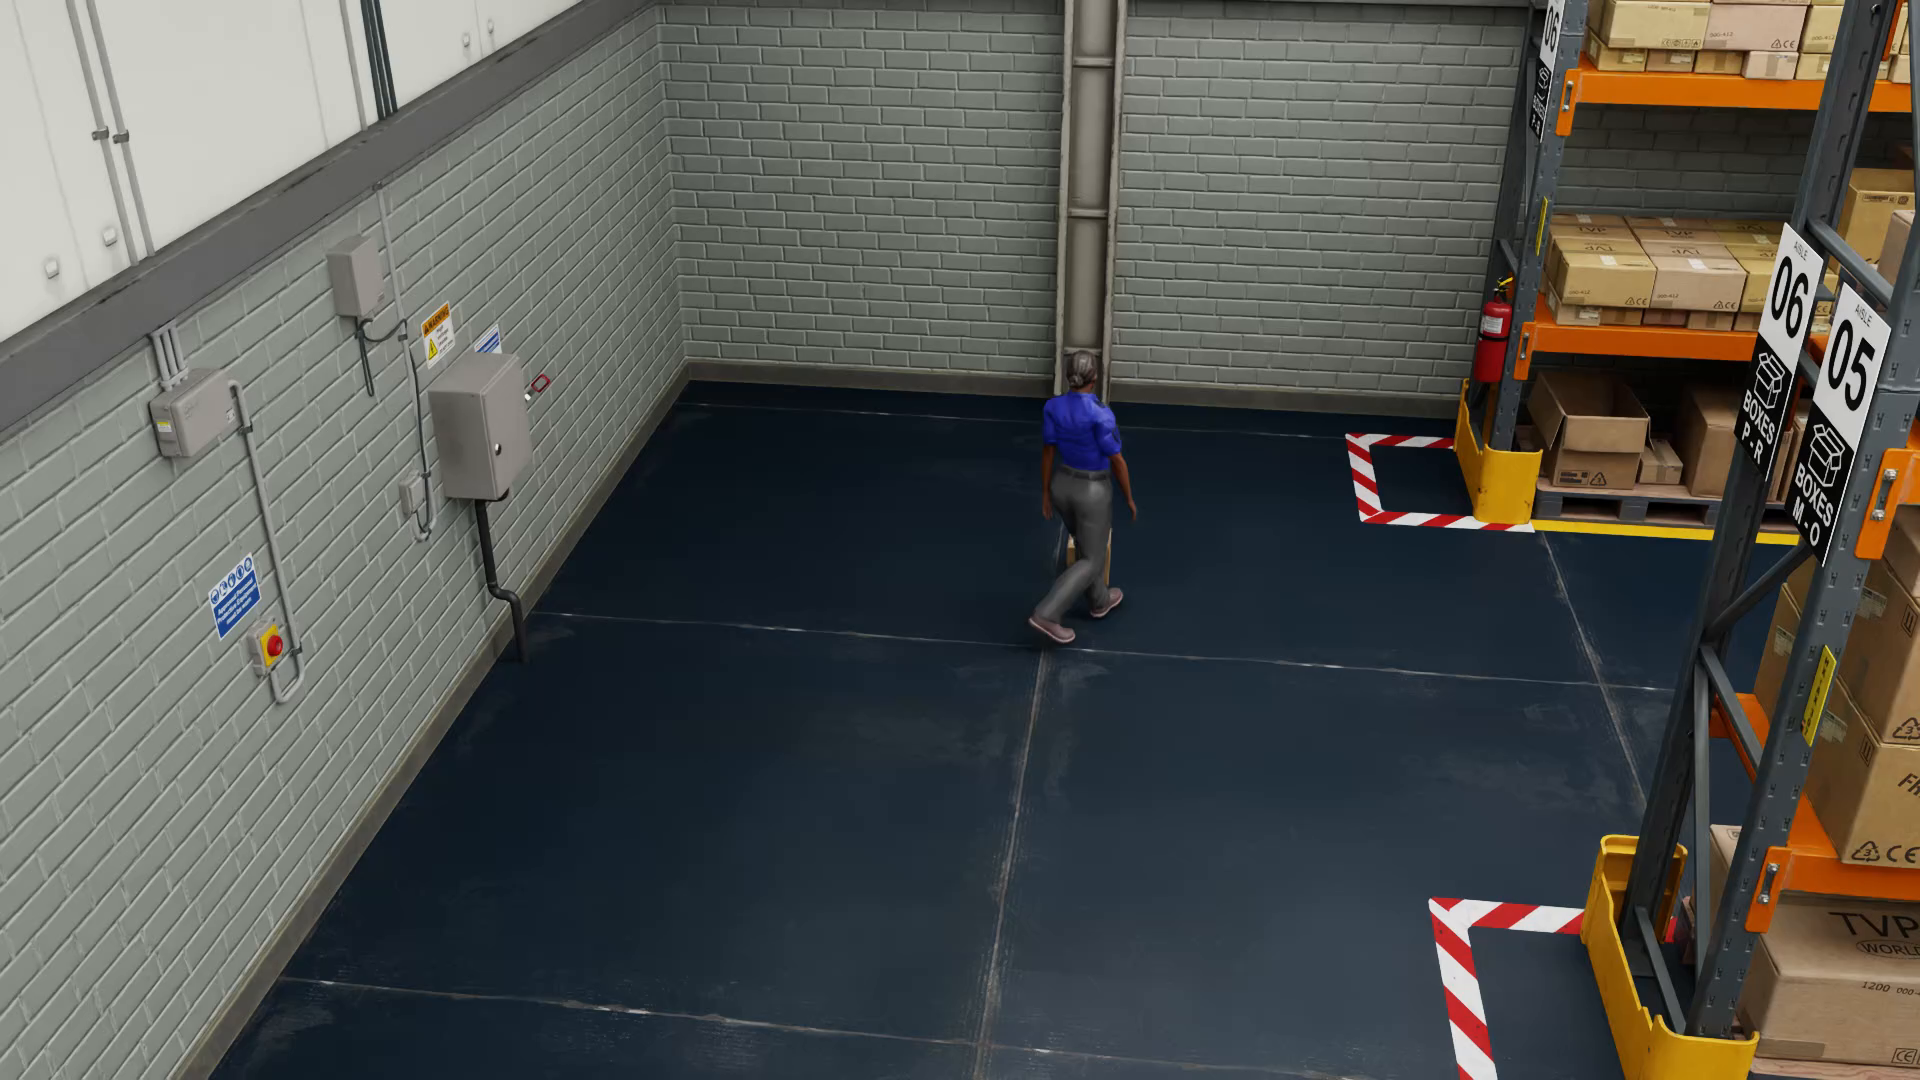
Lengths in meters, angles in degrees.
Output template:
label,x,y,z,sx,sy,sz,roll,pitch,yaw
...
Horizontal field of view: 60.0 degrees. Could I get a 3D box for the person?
label,x,y,z,sx,sy,sz,roll,pitch,yaw
person,0.659,-0.231,9.046,0.532,1.632,0.846,23,36,35
